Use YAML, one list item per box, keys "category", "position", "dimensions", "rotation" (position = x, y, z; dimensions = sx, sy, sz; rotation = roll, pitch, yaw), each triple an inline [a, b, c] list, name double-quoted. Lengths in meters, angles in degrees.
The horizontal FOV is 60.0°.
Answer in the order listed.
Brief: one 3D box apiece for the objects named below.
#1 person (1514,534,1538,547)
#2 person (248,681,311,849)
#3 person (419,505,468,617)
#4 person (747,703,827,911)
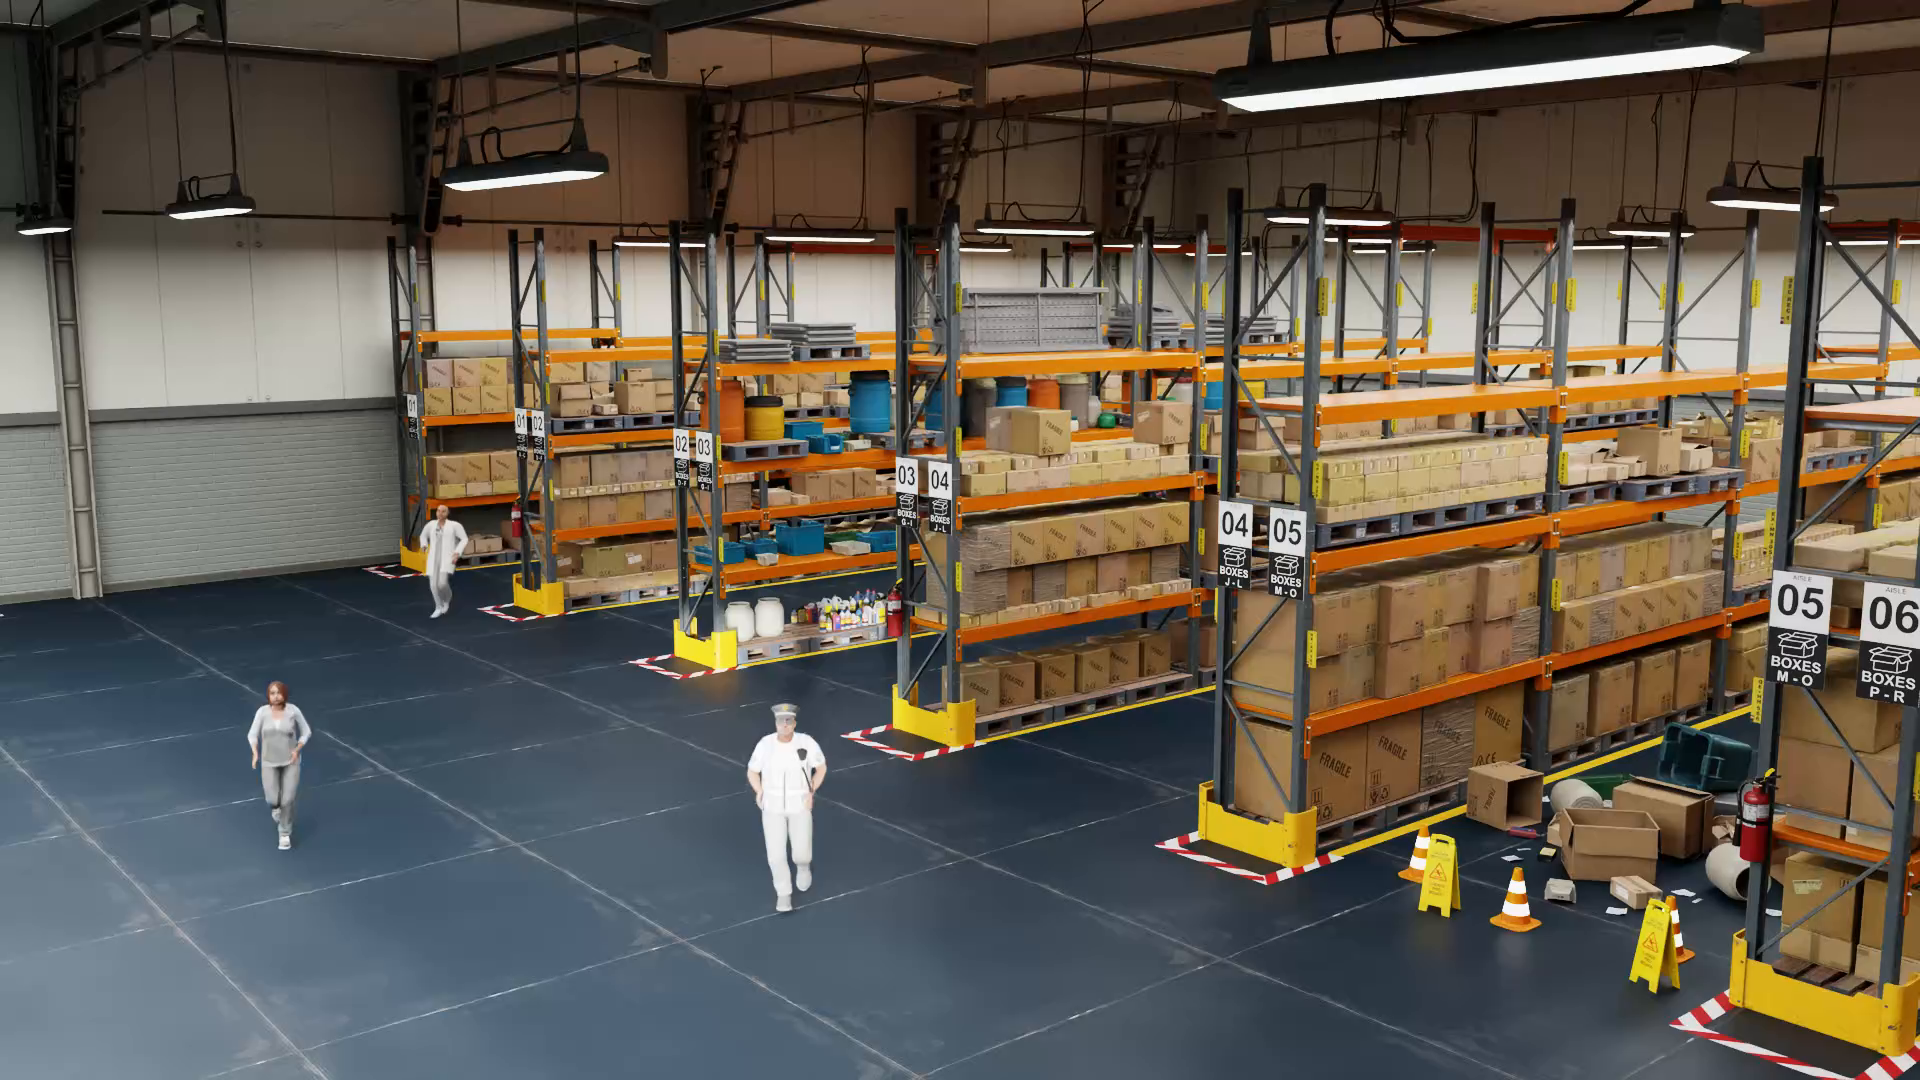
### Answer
- category: "person"
  position: [8.062, 0.680, 23.580]
  dimensions: [0.828, 1.846, 0.600]
  rotation: [-8, 12, -43]
- category: "person"
  position: [-6.286, 2.060, 15.397]
  dimensions: [0.542, 1.558, 0.546]
  rotation: [-3, 9, -19]
- category: "person"
  position: [-8.094, 0.334, 25.922]
  dimensions: [0.735, 1.755, 0.560]
  rotation: [1, 9, 4]
- category: "person"
  position: [-1.444, 2.196, 13.853]
  dimensions: [0.660, 1.732, 0.626]
  rotation: [0, 9, -2]
